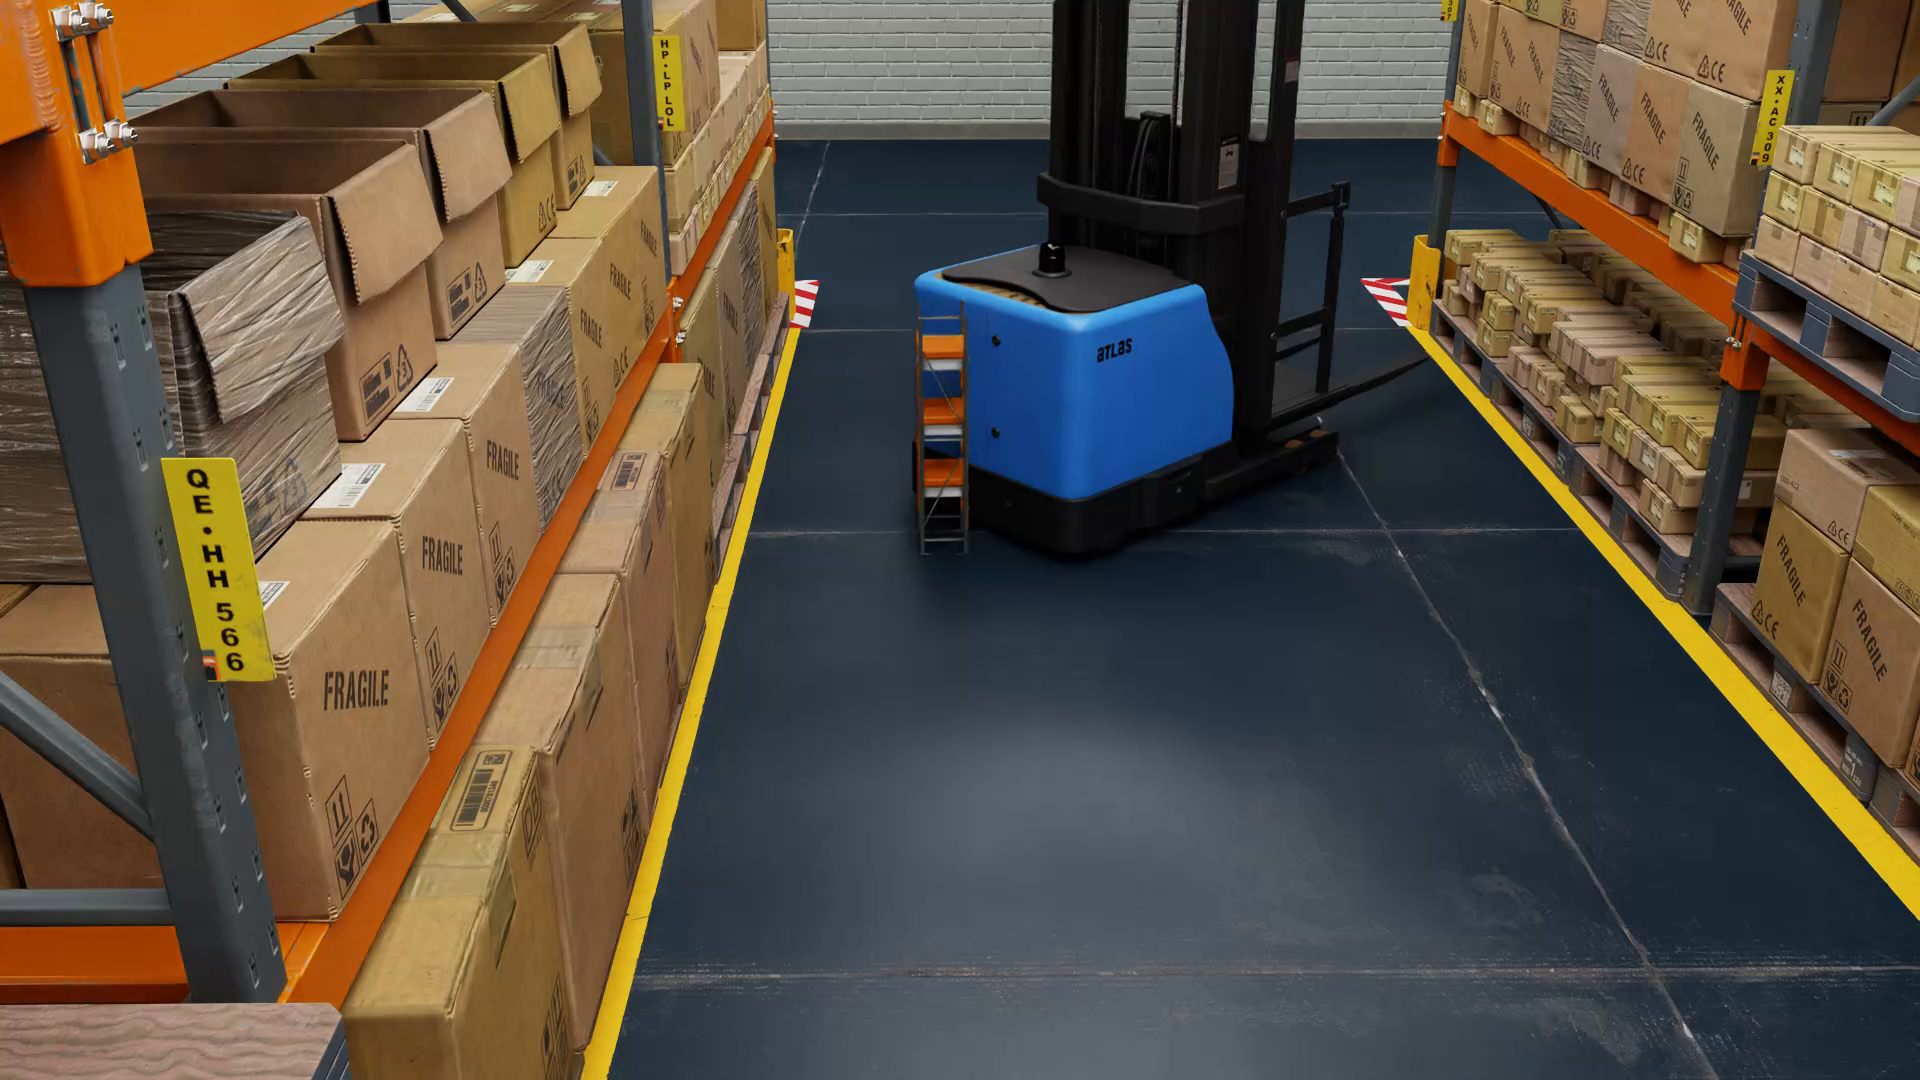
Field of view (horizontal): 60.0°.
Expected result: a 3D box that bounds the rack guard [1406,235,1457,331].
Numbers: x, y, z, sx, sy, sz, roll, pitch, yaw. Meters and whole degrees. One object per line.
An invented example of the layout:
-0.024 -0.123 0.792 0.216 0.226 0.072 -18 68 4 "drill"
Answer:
3.348 -1.566 10.105 1.175 0.500 0.348 0 24 -1 "rack guard"

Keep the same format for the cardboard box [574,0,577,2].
-1.861 -2.546 8.149 0.500 0.500 0.500 -1 24 -2 "cardboard box"

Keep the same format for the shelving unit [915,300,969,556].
-0.076 -0.465 7.004 0.215 1.050 0.252 -2 24 -3 "shelving unit"

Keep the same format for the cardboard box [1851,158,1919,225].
2.944 -1.051 5.006 0.380 0.149 0.250 0 24 0 "cardboard box"

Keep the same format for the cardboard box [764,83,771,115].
-1.281 -2.495 9.432 0.380 0.149 0.250 0 24 0 "cardboard box"

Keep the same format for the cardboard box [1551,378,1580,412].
3.099 -0.674 8.051 0.380 0.149 0.250 0 24 0 "cardboard box"

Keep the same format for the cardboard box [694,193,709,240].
-1.247 -1.333 6.861 0.380 0.149 0.250 1 24 1 "cardboard box"

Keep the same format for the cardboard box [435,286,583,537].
-1.280 -0.335 4.230 0.500 0.500 0.500 0 24 0 "cardboard box"

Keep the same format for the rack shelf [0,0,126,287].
-1.505 0.327 0.121 1.077 0.370 4.000 0 24 -1 "rack shelf"

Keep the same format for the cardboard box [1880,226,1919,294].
2.947 -0.815 4.847 0.380 0.149 0.250 -1 24 -3 "cardboard box"

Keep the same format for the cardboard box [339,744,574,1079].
-1.513 1.034 3.393 1.225 0.875 0.875 -1 24 -3 "cardboard box"

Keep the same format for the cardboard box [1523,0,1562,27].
3.082 -2.764 8.025 0.500 0.500 0.500 -1 24 -2 "cardboard box"

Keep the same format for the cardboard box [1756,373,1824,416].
3.598 -0.612 7.190 0.380 0.149 0.250 -1 24 -1 "cardboard box"

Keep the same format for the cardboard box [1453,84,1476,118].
3.023 -2.486 9.412 0.380 0.149 0.250 0 24 -1 "cardboard box"

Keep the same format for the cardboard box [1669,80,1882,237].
3.103 -1.467 6.371 0.500 0.500 0.500 0 24 0 "cardboard box"

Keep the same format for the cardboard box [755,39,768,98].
-1.343 -2.624 9.232 0.500 0.250 0.500 -1 24 -1 "cardboard box"

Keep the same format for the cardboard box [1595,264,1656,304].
3.621 -1.365 8.857 0.380 0.149 0.250 -1 24 -3 "cardboard box"

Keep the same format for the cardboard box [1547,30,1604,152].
3.111 -2.098 7.767 0.500 0.500 0.500 -1 24 -2 "cardboard box"

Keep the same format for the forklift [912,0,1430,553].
1.193 -1.784 7.638 3.031 2.935 1.130 -22 32 -39 "forklift"

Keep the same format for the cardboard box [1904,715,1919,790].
3.160 0.600 4.808 0.500 0.500 0.500 0 24 0 "cardboard box"

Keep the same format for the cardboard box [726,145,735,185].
-1.259 -1.758 7.802 0.380 0.149 0.250 -1 24 -2 "cardboard box"

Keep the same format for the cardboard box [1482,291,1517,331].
3.028 -1.227 8.912 0.380 0.149 0.250 0 24 1 "cardboard box"

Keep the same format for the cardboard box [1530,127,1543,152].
3.135 -2.052 8.453 0.380 0.149 0.250 0 24 -1 "cardboard box"

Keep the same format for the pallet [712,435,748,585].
-1.500 -0.150 7.326 1.003 0.211 1.213 0 24 -1 "pallet"

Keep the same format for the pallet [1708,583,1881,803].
3.401 0.504 5.880 1.003 0.211 1.213 0 24 -1 "pallet"

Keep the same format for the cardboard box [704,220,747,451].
-1.507 -0.973 7.831 0.875 0.875 0.875 0 24 -1 "cardboard box"

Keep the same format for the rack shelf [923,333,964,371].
-0.076 -0.776 6.864 0.184 0.087 0.229 -2 24 -3 "rack shelf"

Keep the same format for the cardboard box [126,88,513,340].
-1.536 -0.807 4.057 0.797 0.503 0.637 1 24 1 "cardboard box"

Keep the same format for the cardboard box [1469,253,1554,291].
3.011 -1.464 9.076 0.380 0.149 0.250 0 24 -1 "cardboard box"

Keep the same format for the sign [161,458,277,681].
-0.984 0.044 2.205 0.100 0.325 0.005 0 24 -1 "sign"

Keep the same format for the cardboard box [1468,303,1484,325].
3.117 -1.303 9.442 0.380 0.149 0.250 0 24 -1 "cardboard box"

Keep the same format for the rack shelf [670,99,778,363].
-1.592 -1.603 8.028 1.077 0.370 4.000 0 24 -1 "rack shelf"

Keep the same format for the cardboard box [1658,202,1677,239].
3.099 -1.306 6.802 0.380 0.149 0.250 1 24 2 "cardboard box"

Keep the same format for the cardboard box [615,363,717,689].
-1.543 -0.066 5.826 1.225 0.875 0.875 0 24 0 "cardboard box"

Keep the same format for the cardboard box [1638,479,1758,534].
3.046 -0.140 6.869 0.380 0.149 0.250 0 24 0 "cardboard box"

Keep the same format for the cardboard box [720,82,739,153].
-1.322 -1.990 7.832 0.500 0.250 0.500 0 24 0 "cardboard box"

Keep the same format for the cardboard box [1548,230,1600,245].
3.606 -1.682 9.557 0.380 0.149 0.250 0 24 0 "cardboard box"

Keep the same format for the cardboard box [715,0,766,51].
-1.346 -2.964 9.075 0.500 0.500 0.500 0 24 0 "cardboard box"

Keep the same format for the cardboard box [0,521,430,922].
-1.260 0.294 2.838 0.500 0.500 0.500 0 24 1 "cardboard box"

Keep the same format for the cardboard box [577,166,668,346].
-1.292 -0.961 5.613 0.500 0.500 0.500 0 24 0 "cardboard box"

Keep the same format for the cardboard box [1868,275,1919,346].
2.944 -0.679 4.907 0.380 0.149 0.250 0 24 0 "cardboard box"

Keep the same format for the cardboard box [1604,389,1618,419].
3.129 -0.569 7.458 0.380 0.149 0.250 0 24 0 "cardboard box"

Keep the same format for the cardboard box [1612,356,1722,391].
3.149 -0.711 7.411 0.380 0.149 0.250 1 24 1 "cardboard box"

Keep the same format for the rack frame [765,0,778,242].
-1.614 -2.755 9.702 1.000 3.000 0.127 0 24 -1 "rack frame"

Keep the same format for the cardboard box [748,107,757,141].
-1.273 -2.182 8.738 0.380 0.149 0.250 0 24 0 "cardboard box"

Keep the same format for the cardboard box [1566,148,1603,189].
3.065 -1.734 7.748 0.380 0.149 0.250 0 24 0 "cardboard box"

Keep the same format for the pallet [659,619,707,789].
-1.486 0.481 5.930 1.003 0.211 1.213 0 24 -1 "pallet"

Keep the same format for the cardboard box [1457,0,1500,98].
3.076 -2.731 9.165 0.500 0.500 0.500 1 24 2 "cardboard box"

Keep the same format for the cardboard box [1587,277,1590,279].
3.587 -1.440 9.382 0.380 0.149 0.250 -1 24 -2 "cardboard box"

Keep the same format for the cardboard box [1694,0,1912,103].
3.115 -1.917 6.152 0.500 0.500 0.500 -1 24 -2 "cardboard box"

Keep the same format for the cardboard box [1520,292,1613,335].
3.047 -1.140 8.358 0.380 0.149 0.250 0 24 0 "cardboard box"
